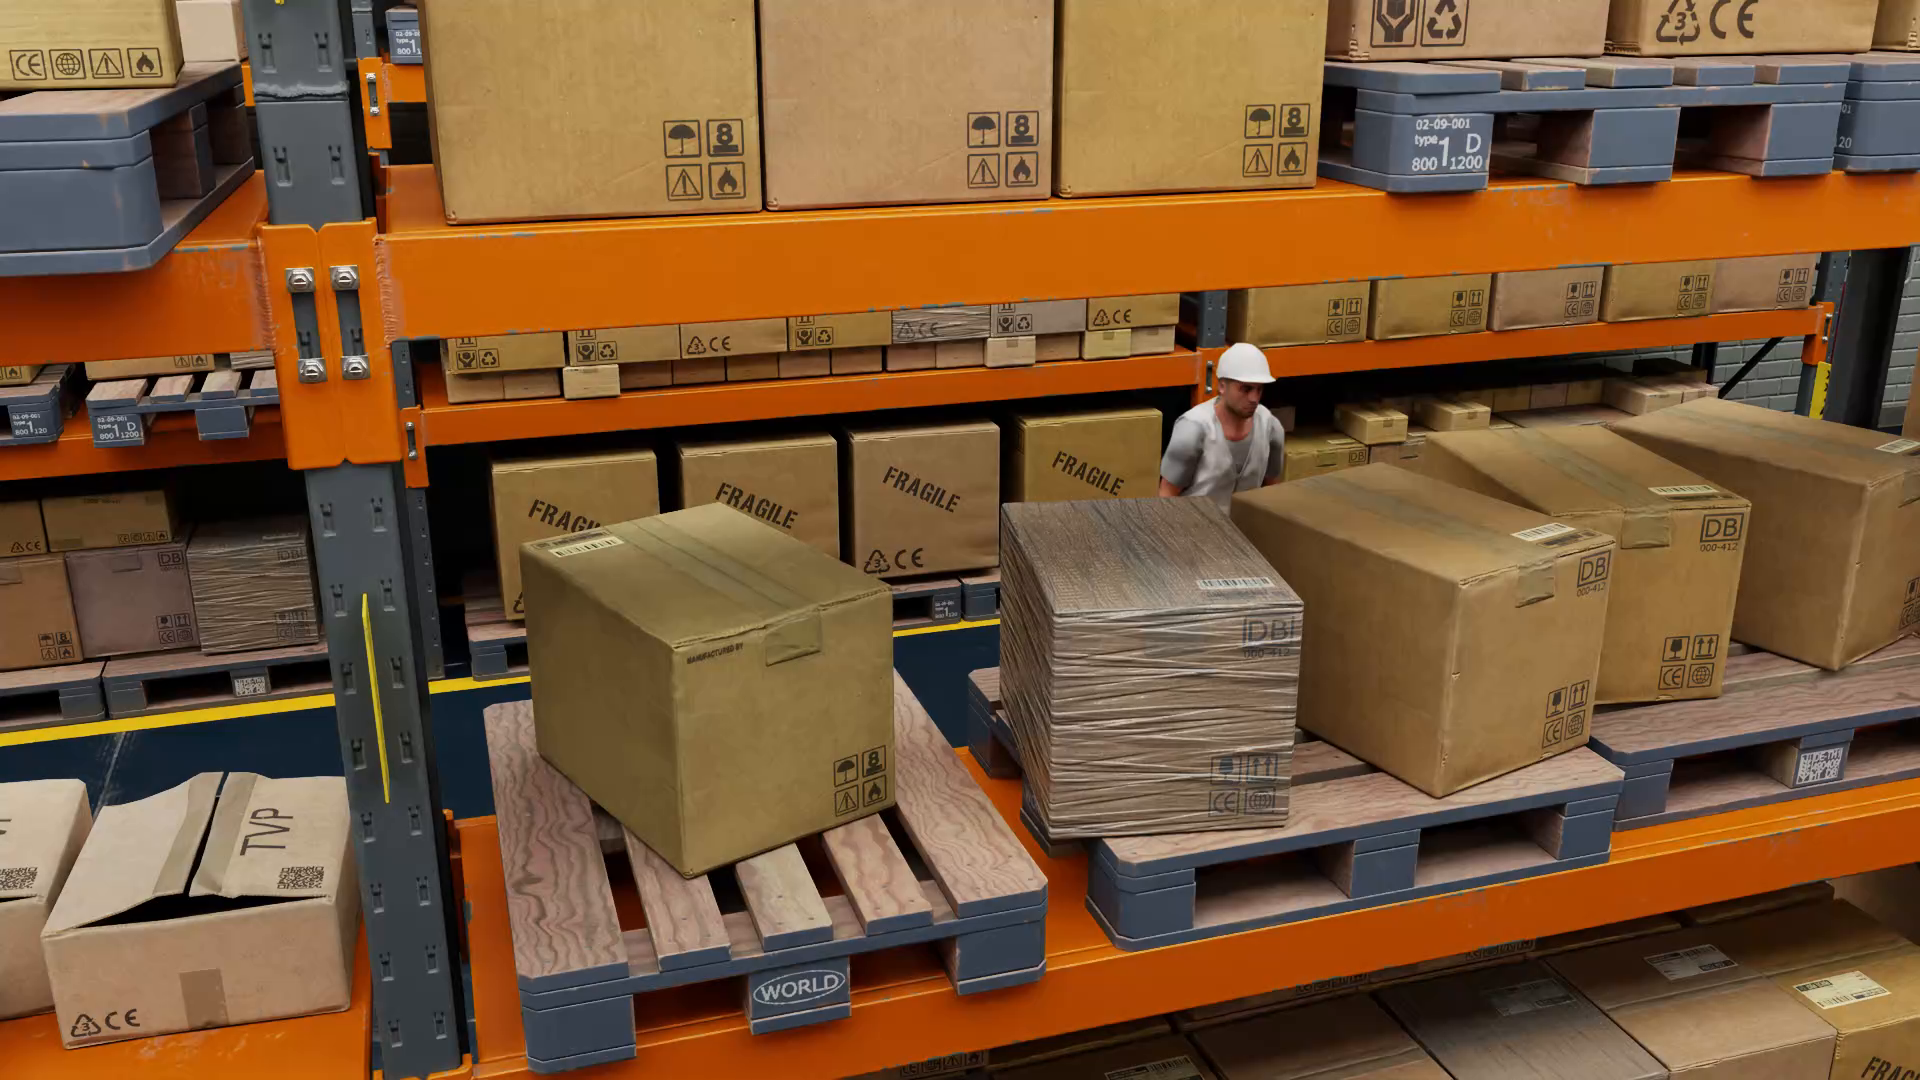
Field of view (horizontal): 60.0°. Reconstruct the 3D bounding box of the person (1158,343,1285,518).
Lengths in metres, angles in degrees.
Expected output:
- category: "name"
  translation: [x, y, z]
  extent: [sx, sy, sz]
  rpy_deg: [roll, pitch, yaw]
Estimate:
- category: "person"
  translation: [1.083, 0.053, 6.887]
  extent: [0.579, 1.780, 0.441]
  rpy_deg: [-7, 20, -19]
